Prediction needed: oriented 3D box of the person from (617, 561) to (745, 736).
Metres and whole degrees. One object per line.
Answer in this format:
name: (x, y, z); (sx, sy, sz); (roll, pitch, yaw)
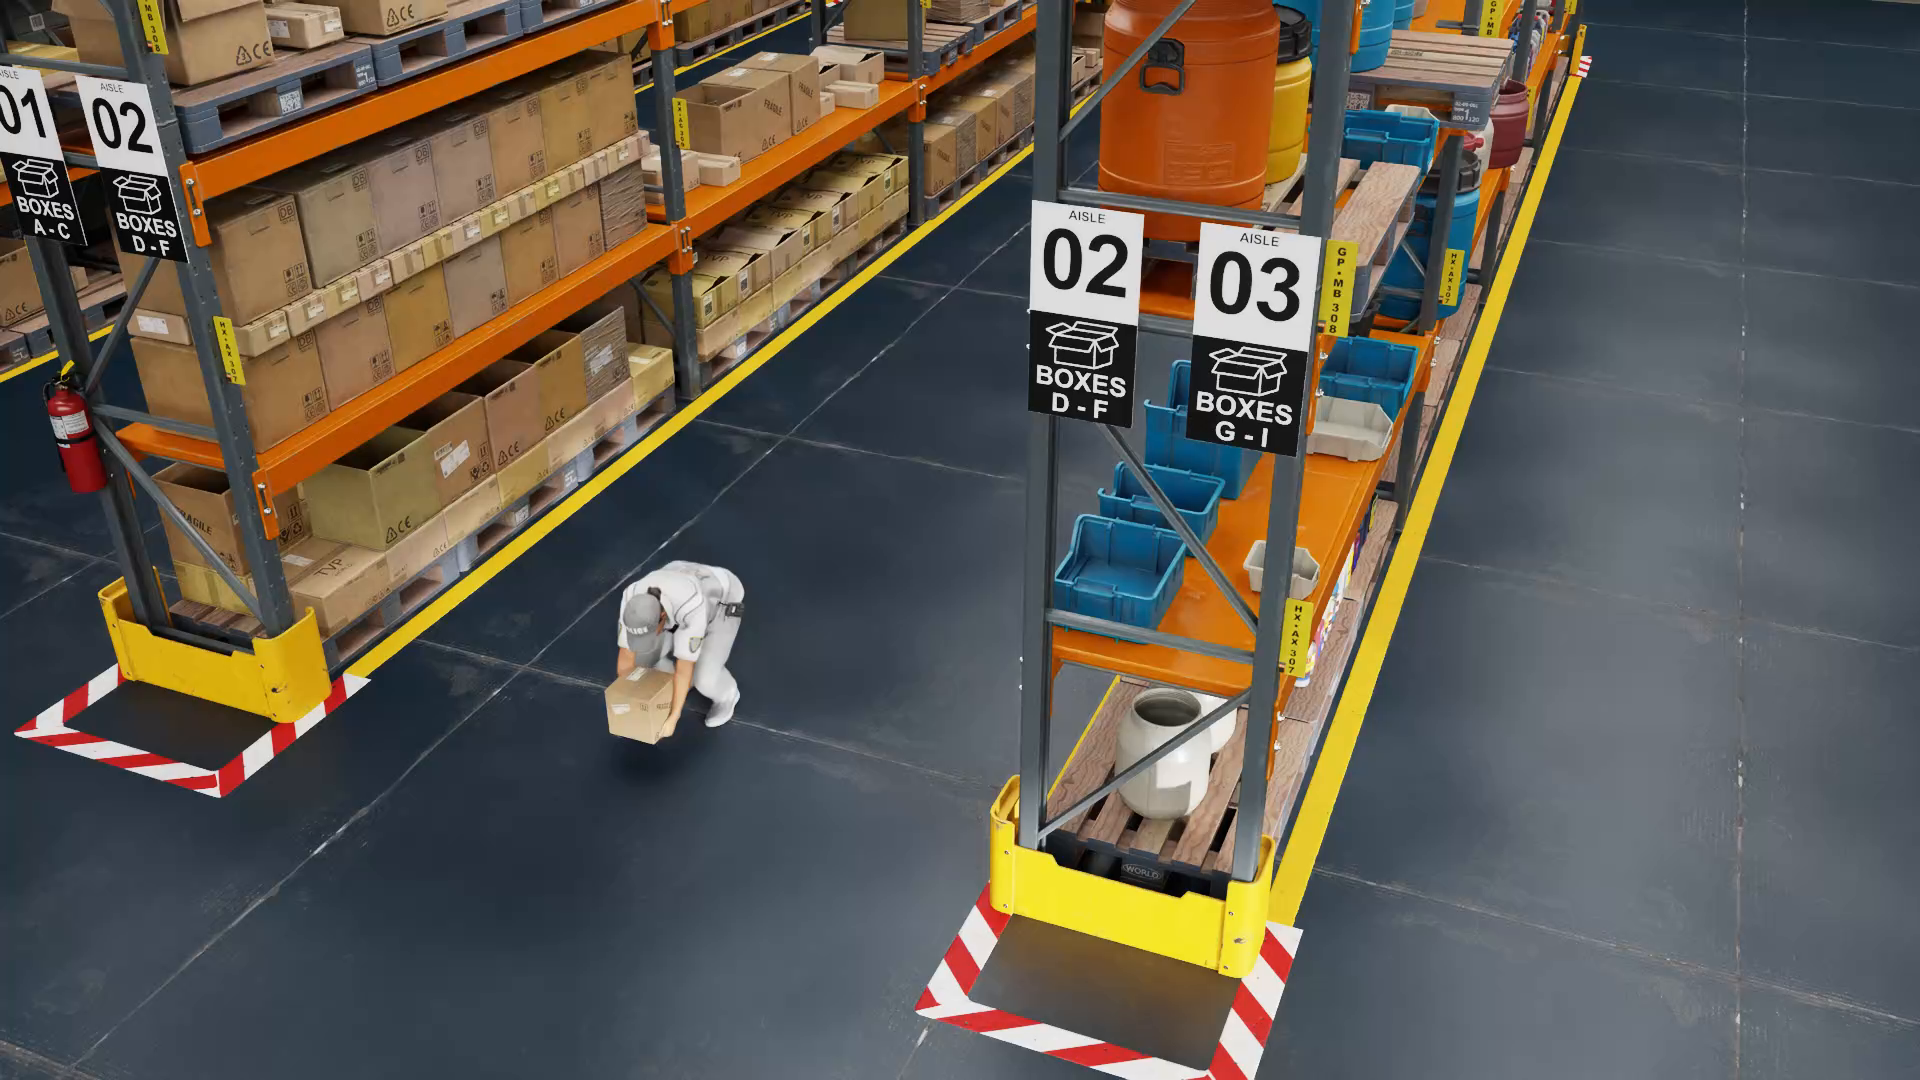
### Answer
person: (-1.395, 0.508, 8.240); (0.512, 0.941, 0.892); (11, 31, 18)
